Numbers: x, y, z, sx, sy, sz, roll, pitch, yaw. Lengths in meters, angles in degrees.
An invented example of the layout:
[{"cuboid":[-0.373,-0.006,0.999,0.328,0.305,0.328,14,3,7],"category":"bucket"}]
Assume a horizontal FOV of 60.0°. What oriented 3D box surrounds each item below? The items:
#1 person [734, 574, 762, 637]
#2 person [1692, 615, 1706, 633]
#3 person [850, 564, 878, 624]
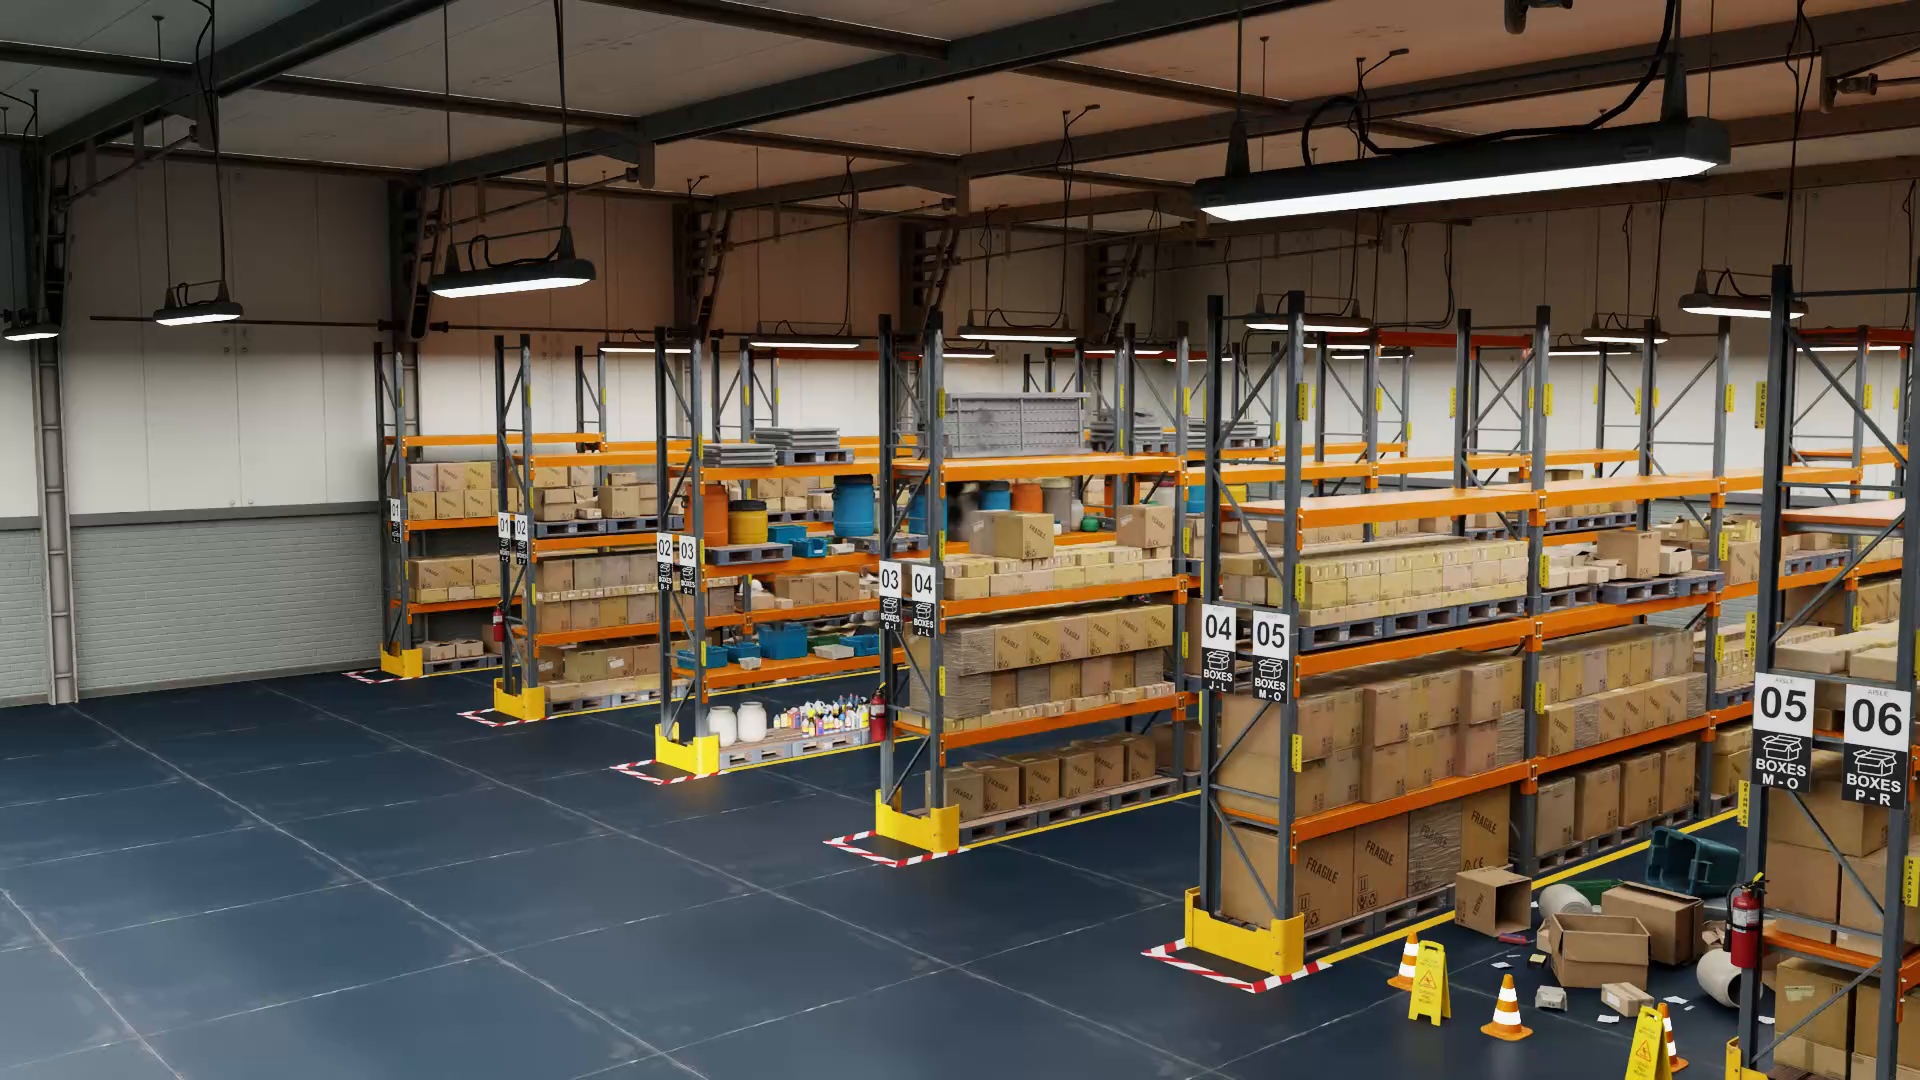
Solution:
[{"cuboid":[-4.053,1.385,31.974,0.672,1.824,0.766,3,6,34],"category":"person"},{"cuboid":[11.531,1.986,25.983,0.641,1.676,0.796,5,7,42],"category":"person"},{"cuboid":[-1.871,1.301,32.826,0.812,1.732,0.755,-4,7,-39],"category":"person"}]
